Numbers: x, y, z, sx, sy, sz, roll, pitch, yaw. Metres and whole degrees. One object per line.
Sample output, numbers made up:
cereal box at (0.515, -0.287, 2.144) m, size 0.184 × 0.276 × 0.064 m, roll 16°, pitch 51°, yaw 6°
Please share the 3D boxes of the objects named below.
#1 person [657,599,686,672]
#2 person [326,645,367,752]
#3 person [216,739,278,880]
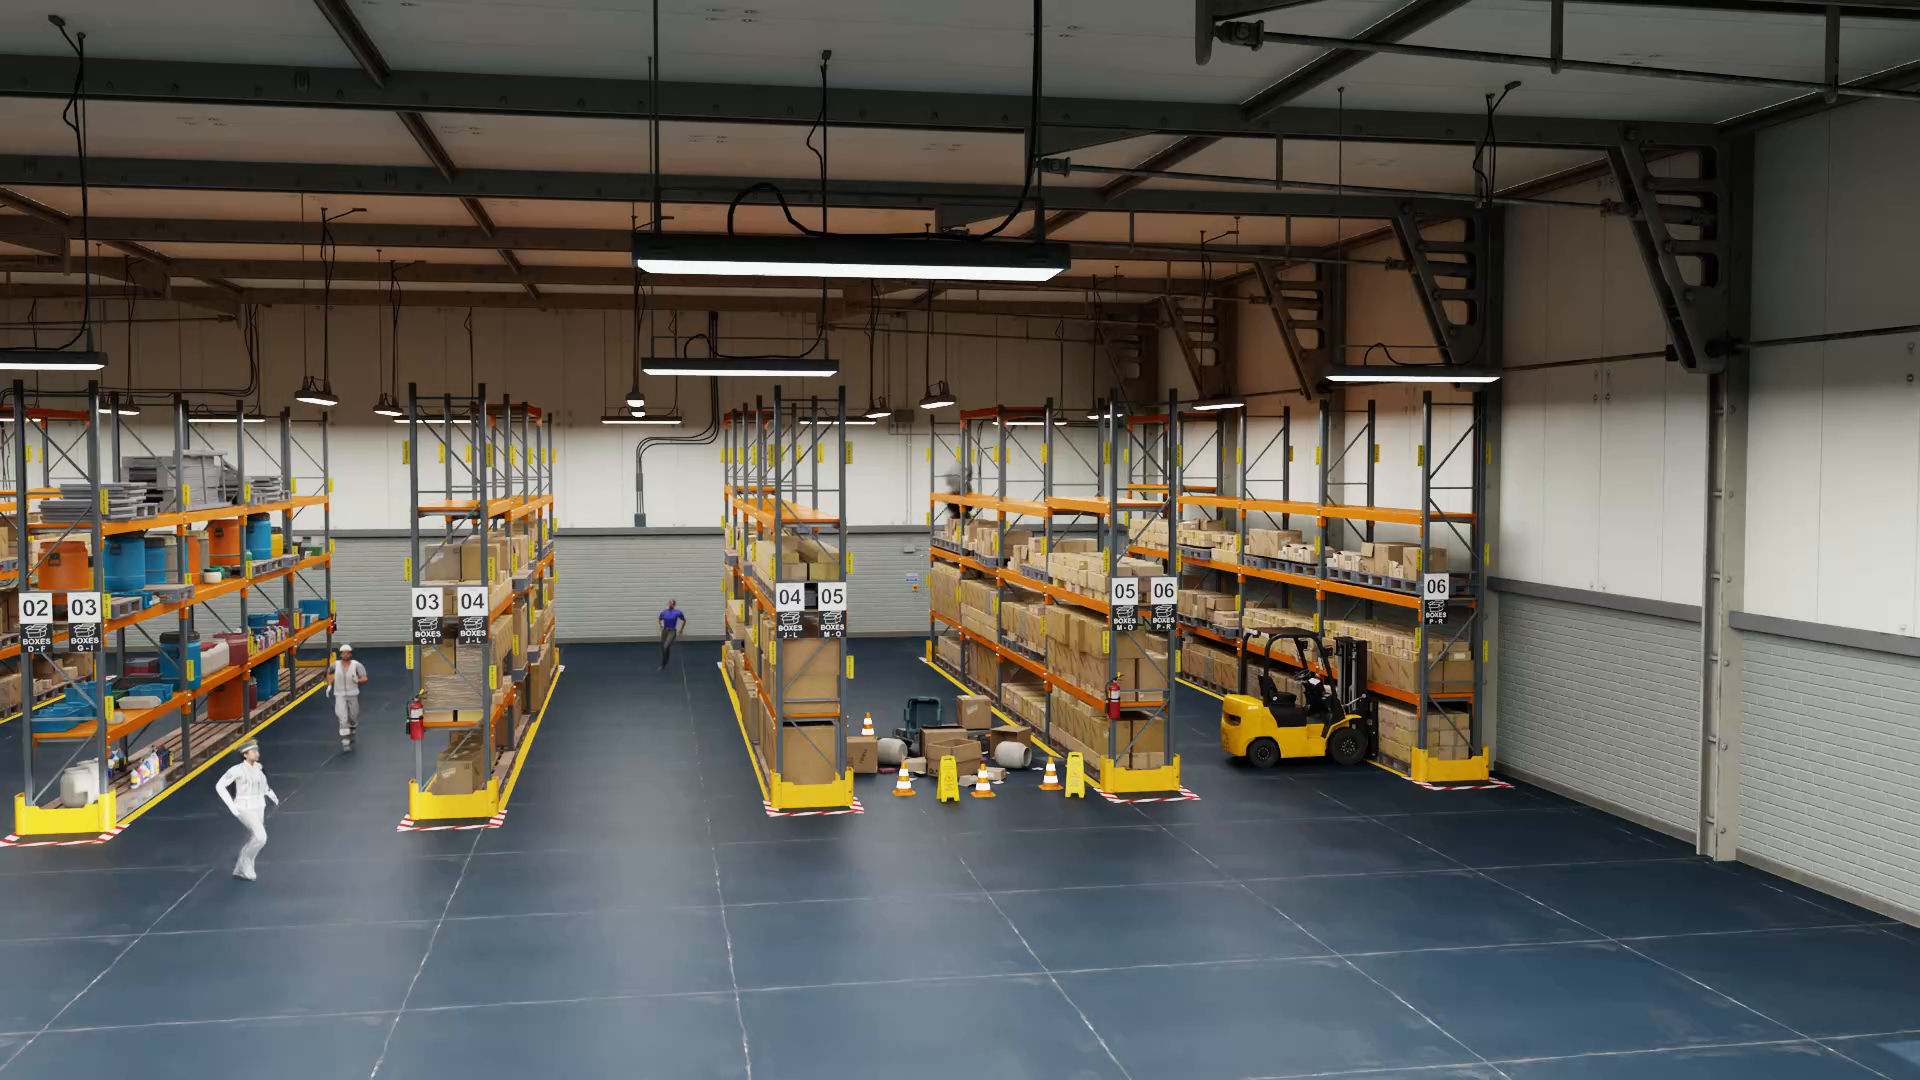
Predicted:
person at (-6.813, 2.216, 38.953) m, size 0.672 × 1.673 × 0.835 m, roll 1°, pitch 3°, yaw 14°
person at (-10.396, 2.648, 28.204) m, size 0.661 × 1.768 × 0.993 m, roll -1°, pitch 3°, yaw -20°
person at (-8.341, 3.173, 19.576) m, size 0.607 × 1.654 × 0.627 m, roll 1°, pitch 3°, yaw 18°
